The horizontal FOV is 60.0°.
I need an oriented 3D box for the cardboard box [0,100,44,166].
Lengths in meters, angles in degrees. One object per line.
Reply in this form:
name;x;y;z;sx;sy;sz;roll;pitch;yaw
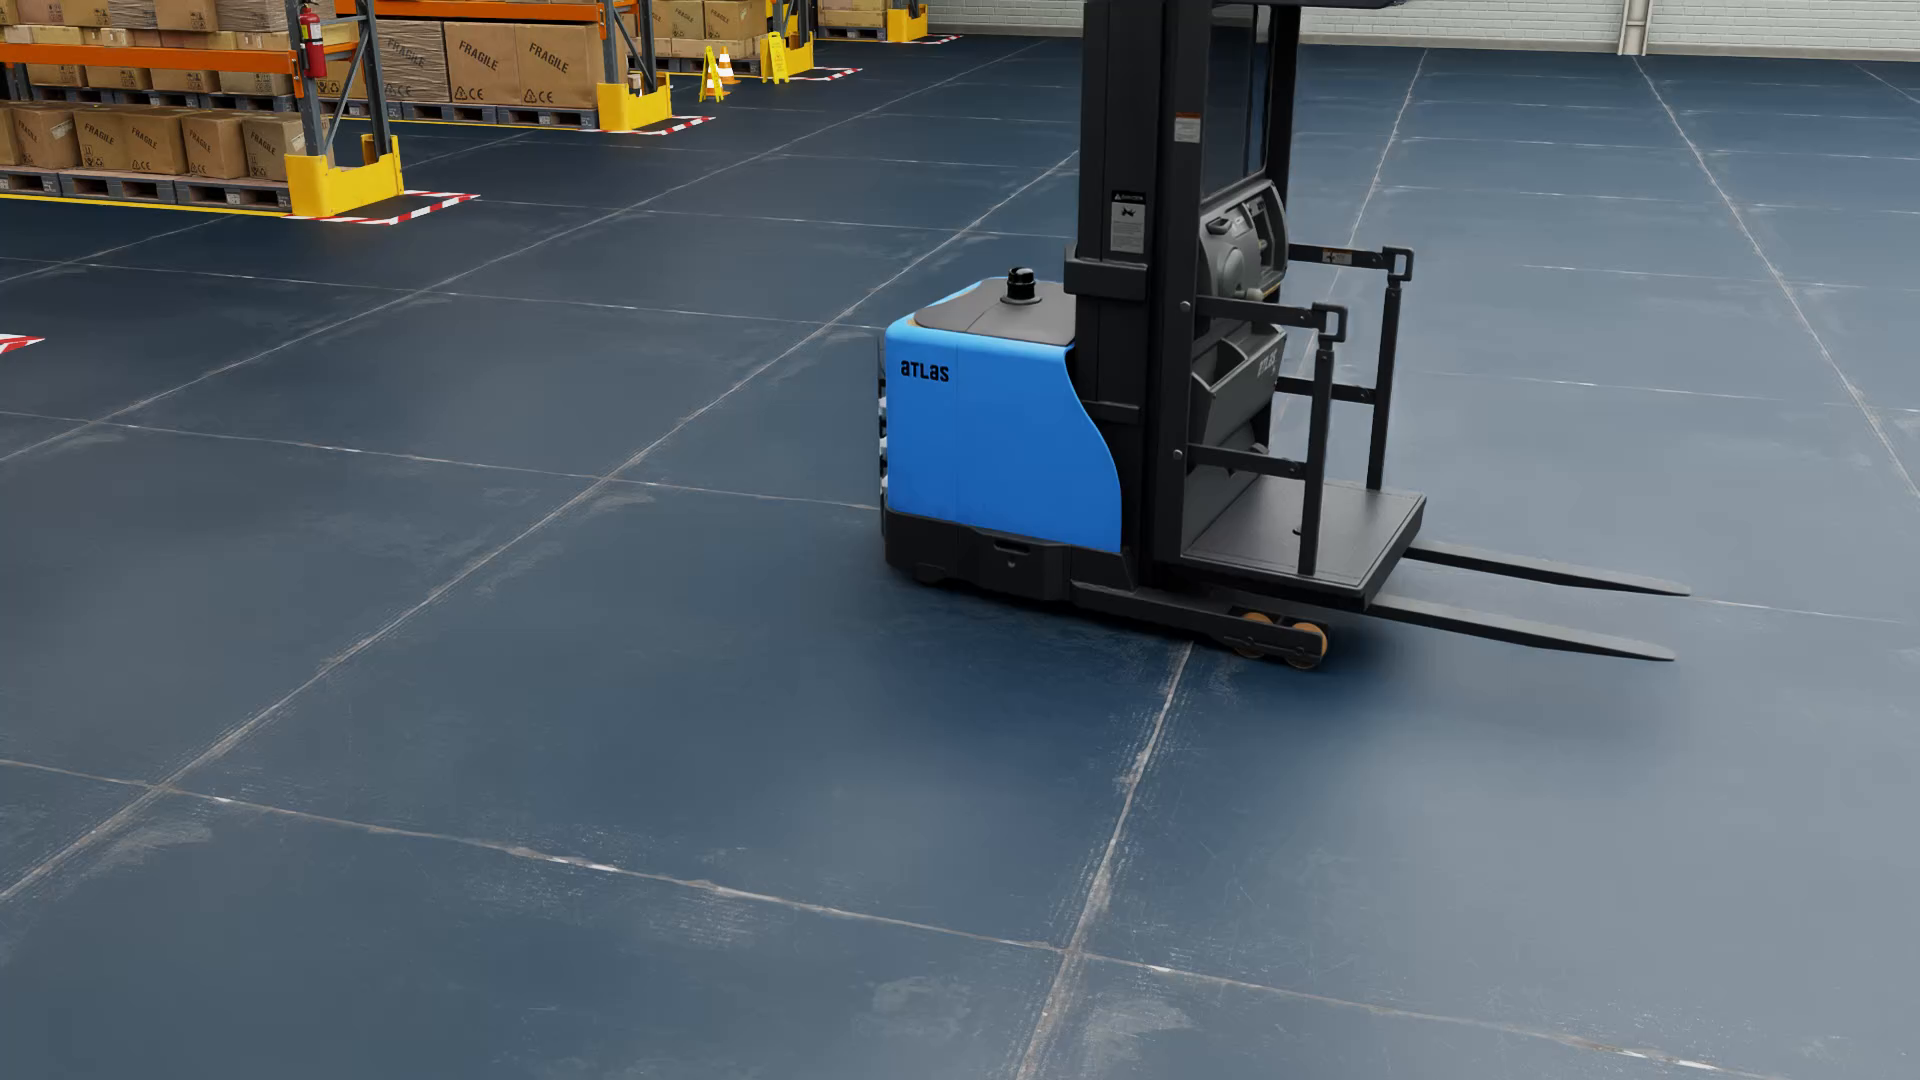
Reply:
cardboard box;-8.640;-3.695;15.065;0.500;0.500;0.500;6;23;14

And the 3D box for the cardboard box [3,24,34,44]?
cardboard box;-7.940;-4.351;14.255;0.250;0.149;0.380;7;23;16

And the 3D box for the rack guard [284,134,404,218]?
rack guard;-5.255;-3.129;14.239;0.348;0.500;1.175;7;23;16

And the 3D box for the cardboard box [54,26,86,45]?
cardboard box;-7.453;-4.307;14.148;0.250;0.149;0.380;7;23;16

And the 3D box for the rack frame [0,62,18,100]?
rack frame;-9.012;-4.715;14.813;0.127;3.000;1.000;7;23;16

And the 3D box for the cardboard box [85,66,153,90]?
cardboard box;-9.917;-5.904;20.123;0.750;0.750;1.050;7;23;16

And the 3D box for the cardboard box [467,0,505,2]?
cardboard box;-5.054;-6.321;18.530;0.550;0.550;0.875;7;23;16

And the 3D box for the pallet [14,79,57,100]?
pallet;-12.059;-5.741;20.988;1.213;0.211;1.003;7;23;16

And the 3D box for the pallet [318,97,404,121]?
pallet;-6.777;-5.105;19.436;1.213;0.211;1.003;7;23;15

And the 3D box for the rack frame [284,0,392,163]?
rack frame;-5.182;-4.277;13.744;0.127;3.000;1.000;7;23;16

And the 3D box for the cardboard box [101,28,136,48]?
cardboard box;-6.981;-4.243;13.993;0.250;0.149;0.380;7;23;16

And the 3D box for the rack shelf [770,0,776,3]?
rack shelf;-4.234;-7.764;23.193;4.000;0.370;1.077;7;23;16

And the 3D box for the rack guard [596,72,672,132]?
rack guard;-3.630;-4.909;18.578;0.348;0.500;1.175;7;23;16

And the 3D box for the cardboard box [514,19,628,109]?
cardboard box;-4.321;-5.330;18.557;0.875;0.875;0.875;7;23;16

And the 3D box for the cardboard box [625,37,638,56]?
cardboard box;-4.639;-6.964;23.364;0.500;0.250;0.500;6;23;15

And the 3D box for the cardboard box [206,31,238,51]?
cardboard box;-6.008;-4.153;13.774;0.250;0.149;0.380;7;23;16

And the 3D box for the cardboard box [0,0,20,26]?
cardboard box;-8.130;-4.760;14.398;0.500;0.500;0.875;7;23;16

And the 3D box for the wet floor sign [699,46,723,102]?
wet floor sign;-3.053;-5.695;20.303;0.232;0.644;0.267;3;22;6

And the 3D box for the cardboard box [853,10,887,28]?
cardboard box;-1.430;-8.540;27.207;0.500;0.250;0.500;7;23;16

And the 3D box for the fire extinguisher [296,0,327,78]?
fire extinguisher;-5.206;-4.061;13.320;0.183;0.674;0.296;7;23;16

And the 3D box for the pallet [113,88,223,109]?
pallet;-9.414;-5.407;20.172;1.213;0.211;1.003;7;23;16

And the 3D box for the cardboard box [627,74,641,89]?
cardboard box;-4.157;-5.968;21.624;0.380;0.149;0.250;-20;29;-39

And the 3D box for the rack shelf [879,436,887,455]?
rack shelf;-0.201;-0.425;7.208;0.200;0.077;0.258;11;25;25

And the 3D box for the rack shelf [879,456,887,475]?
rack shelf;-0.201;-0.342;7.242;0.200;0.077;0.258;11;25;25

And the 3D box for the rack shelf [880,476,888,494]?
rack shelf;-0.201;-0.258;7.276;0.200;0.077;0.258;11;25;25

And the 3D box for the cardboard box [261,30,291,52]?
cardboard box;-5.515;-4.117;13.685;0.250;0.149;0.380;7;23;16

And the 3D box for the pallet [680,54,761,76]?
pallet;-3.160;-6.698;23.320;1.213;0.211;1.003;7;23;16

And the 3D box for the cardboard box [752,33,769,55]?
cardboard box;-3.012;-6.989;23.425;0.500;0.250;0.500;6;23;15

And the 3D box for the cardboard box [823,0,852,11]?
cardboard box;-1.923;-8.833;27.263;0.500;0.250;0.500;6;23;15

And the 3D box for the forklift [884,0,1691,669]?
forklift;1.241;-1.113;6.120;3.031;2.935;1.130;11;25;25

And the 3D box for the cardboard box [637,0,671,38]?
cardboard box;-4.144;-7.254;23.082;0.500;0.500;0.500;6;23;14

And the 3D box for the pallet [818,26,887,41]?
pallet;-1.633;-8.460;27.616;1.213;0.211;1.003;7;23;16

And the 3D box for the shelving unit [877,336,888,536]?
shelving unit;-0.201;-0.456;7.195;0.210;0.900;0.258;11;25;25

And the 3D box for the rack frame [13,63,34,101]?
rack frame;-11.312;-6.945;20.248;0.127;3.000;1.000;7;23;16

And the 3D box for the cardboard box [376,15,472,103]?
cardboard box;-6.036;-5.526;19.035;0.875;0.875;0.875;7;23;16

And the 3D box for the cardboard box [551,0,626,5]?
cardboard box;-4.021;-6.162;18.141;0.550;0.550;0.875;7;23;16

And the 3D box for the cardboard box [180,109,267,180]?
cardboard box;-6.357;-3.442;14.450;0.500;0.500;0.500;13;26;29

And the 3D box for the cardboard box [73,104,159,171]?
cardboard box;-7.473;-3.595;14.823;0.500;0.500;0.500;4;23;11

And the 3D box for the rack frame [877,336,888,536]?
rack frame;-0.291;-0.473;7.238;0.006;0.900;0.240;11;25;25

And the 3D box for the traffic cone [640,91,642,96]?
traffic cone;-3.751;-5.468;19.992;0.334;0.463;0.336;7;23;16

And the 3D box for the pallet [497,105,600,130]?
pallet;-4.441;-4.837;18.784;1.213;0.211;1.003;7;23;15

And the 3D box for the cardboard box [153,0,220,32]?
cardboard box;-6.214;-4.542;13.867;0.500;0.500;0.875;7;23;16

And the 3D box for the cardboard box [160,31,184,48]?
cardboard box;-6.470;-4.229;13.958;0.250;0.149;0.380;7;23;16

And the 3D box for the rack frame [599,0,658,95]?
rack frame;-3.653;-6.068;18.110;0.127;3.000;1.000;7;23;16

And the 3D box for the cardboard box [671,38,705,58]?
cardboard box;-3.665;-6.850;23.087;0.500;0.250;0.500;7;23;16

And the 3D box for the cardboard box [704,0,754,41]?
cardboard box;-3.162;-7.140;22.805;0.500;0.500;0.500;7;23;16

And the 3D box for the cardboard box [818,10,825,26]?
cardboard box;-2.380;-8.656;27.490;0.500;0.250;0.500;7;23;16

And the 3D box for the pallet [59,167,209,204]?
pallet;-7.187;-3.231;14.870;1.213;0.211;1.003;7;23;16

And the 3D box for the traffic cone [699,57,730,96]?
traffic cone;-3.099;-5.842;20.902;0.334;0.463;0.336;7;23;16

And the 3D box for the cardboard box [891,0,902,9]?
cardboard box;-1.279;-8.962;27.576;0.500;0.250;0.500;7;23;16

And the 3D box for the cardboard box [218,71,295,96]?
cardboard box;-8.102;-5.695;19.613;0.750;0.750;1.050;6;23;15

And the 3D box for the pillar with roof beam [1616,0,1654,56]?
pillar with roof beam;8.949;-9.981;19.745;0.400;9.000;9.100;7;23;16

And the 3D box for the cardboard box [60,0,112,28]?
cardboard box;-7.156;-4.672;14.183;0.500;0.500;0.875;7;23;16
